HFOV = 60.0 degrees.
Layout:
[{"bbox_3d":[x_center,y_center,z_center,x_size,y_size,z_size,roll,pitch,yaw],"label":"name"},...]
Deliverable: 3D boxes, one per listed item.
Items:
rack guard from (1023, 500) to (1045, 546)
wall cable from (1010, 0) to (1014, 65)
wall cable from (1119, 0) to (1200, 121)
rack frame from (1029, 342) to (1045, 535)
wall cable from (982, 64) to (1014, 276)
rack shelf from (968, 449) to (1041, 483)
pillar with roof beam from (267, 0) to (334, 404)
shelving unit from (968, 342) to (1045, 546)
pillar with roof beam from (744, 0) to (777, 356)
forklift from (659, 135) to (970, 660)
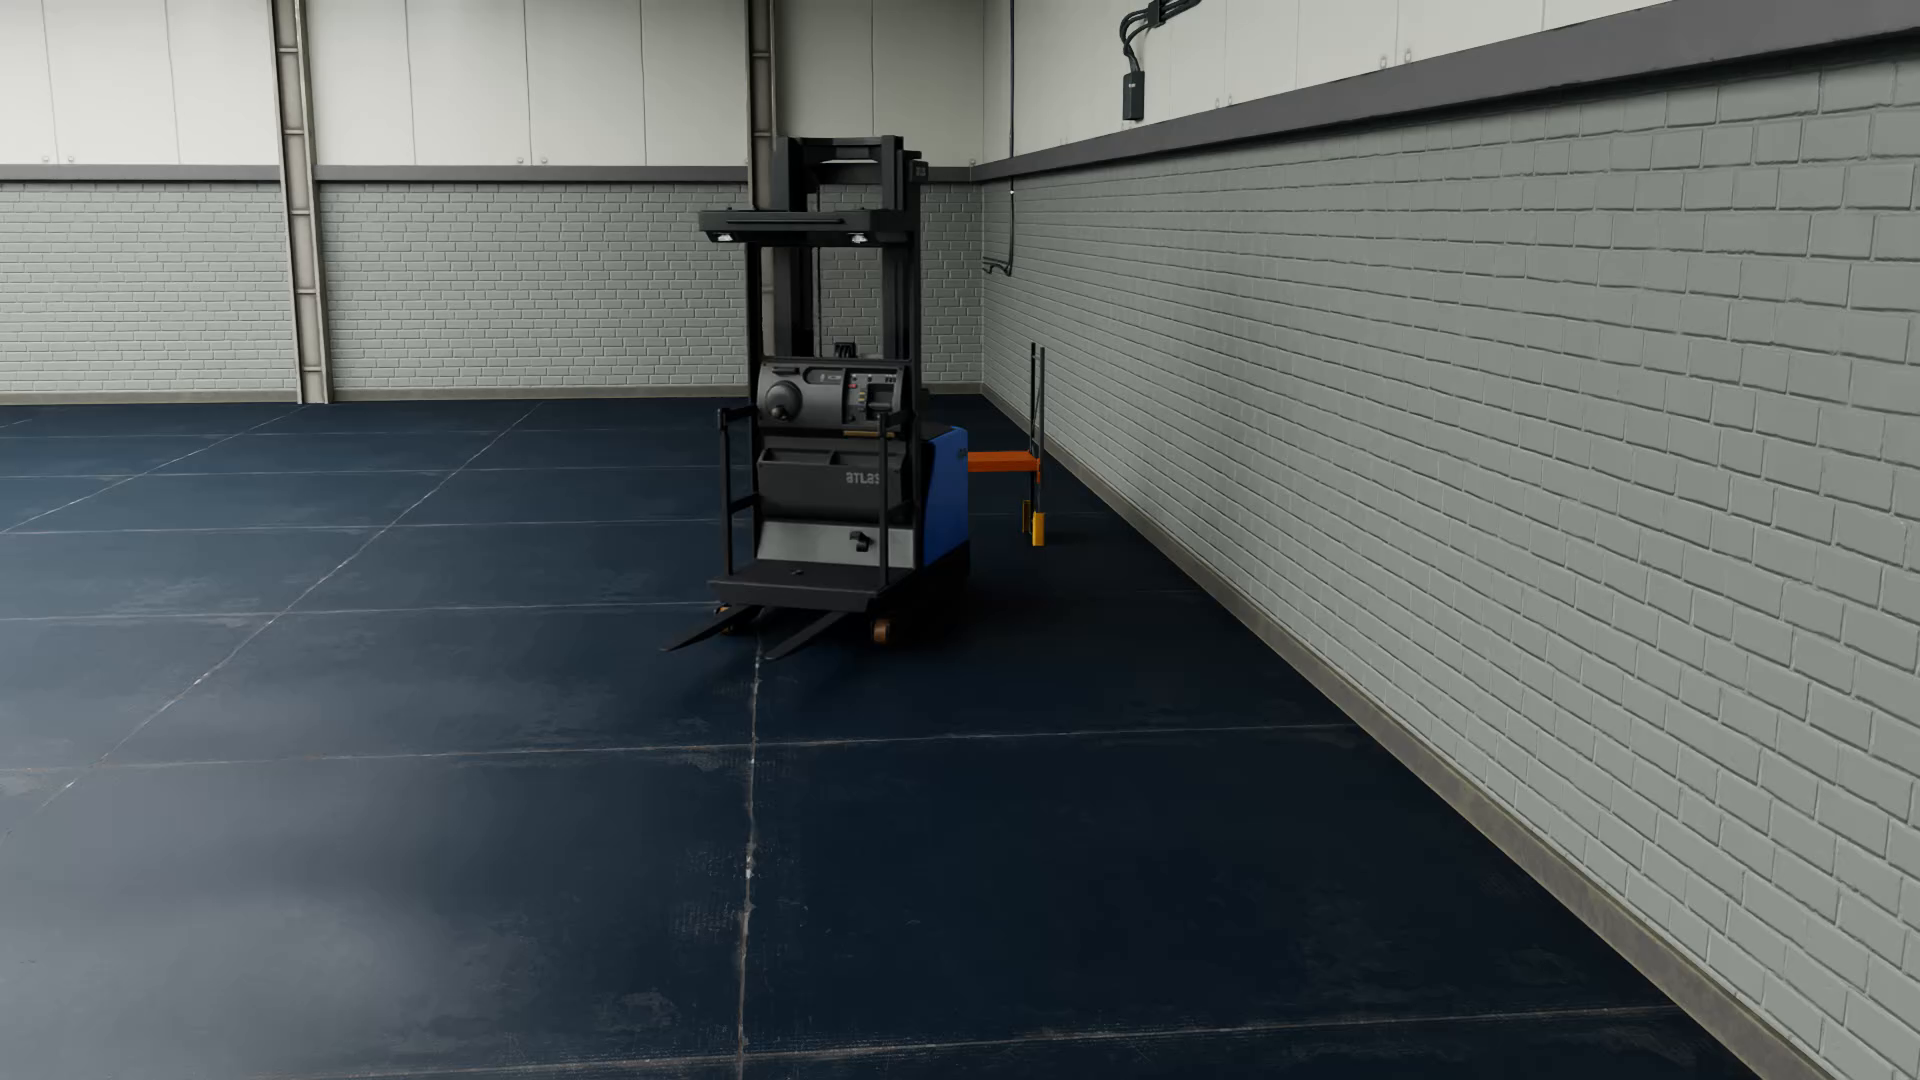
[{"bbox_3d":[0.571,-0.135,12.905,0.087,0.250,0.587,-1,11,-6],"label":"rack guard"},{"bbox_3d":[0.724,-6.623,18.187,0.112,2.526,3.097,-1,11,-6],"label":"wall cable"},{"bbox_3d":[1.442,-6.035,11.423,0.169,6.003,2.305,-1,11,-6],"label":"wall cable"},{"bbox_3d":[0.590,-0.748,12.786,0.032,1.500,0.500,-1,11,-6],"label":"rack frame"},{"bbox_3d":[0.432,-4.664,21.313,0.112,2.526,3.097,-1,11,-6],"label":"wall cable"},{"bbox_3d":[0.085,-0.561,12.767,1.000,0.185,0.538,-1,11,-6],"label":"rack shelf"},{"bbox_3d":[-8.139,-5.429,17.156,0.400,9.000,9.100,-1,11,-6],"label":"pillar with roof beam"},{"bbox_3d":[0.076,-0.738,12.731,1.083,1.500,0.587,-1,11,-6],"label":"shelving unit"},{"bbox_3d":[-2.174,-5.554,17.792,0.400,9.000,9.100,-1,11,-6],"label":"pillar with roof beam"},{"bbox_3d":[-0.841,-0.903,9.865,1.130,2.935,3.031,3,12,16],"label":"forklift"}]
